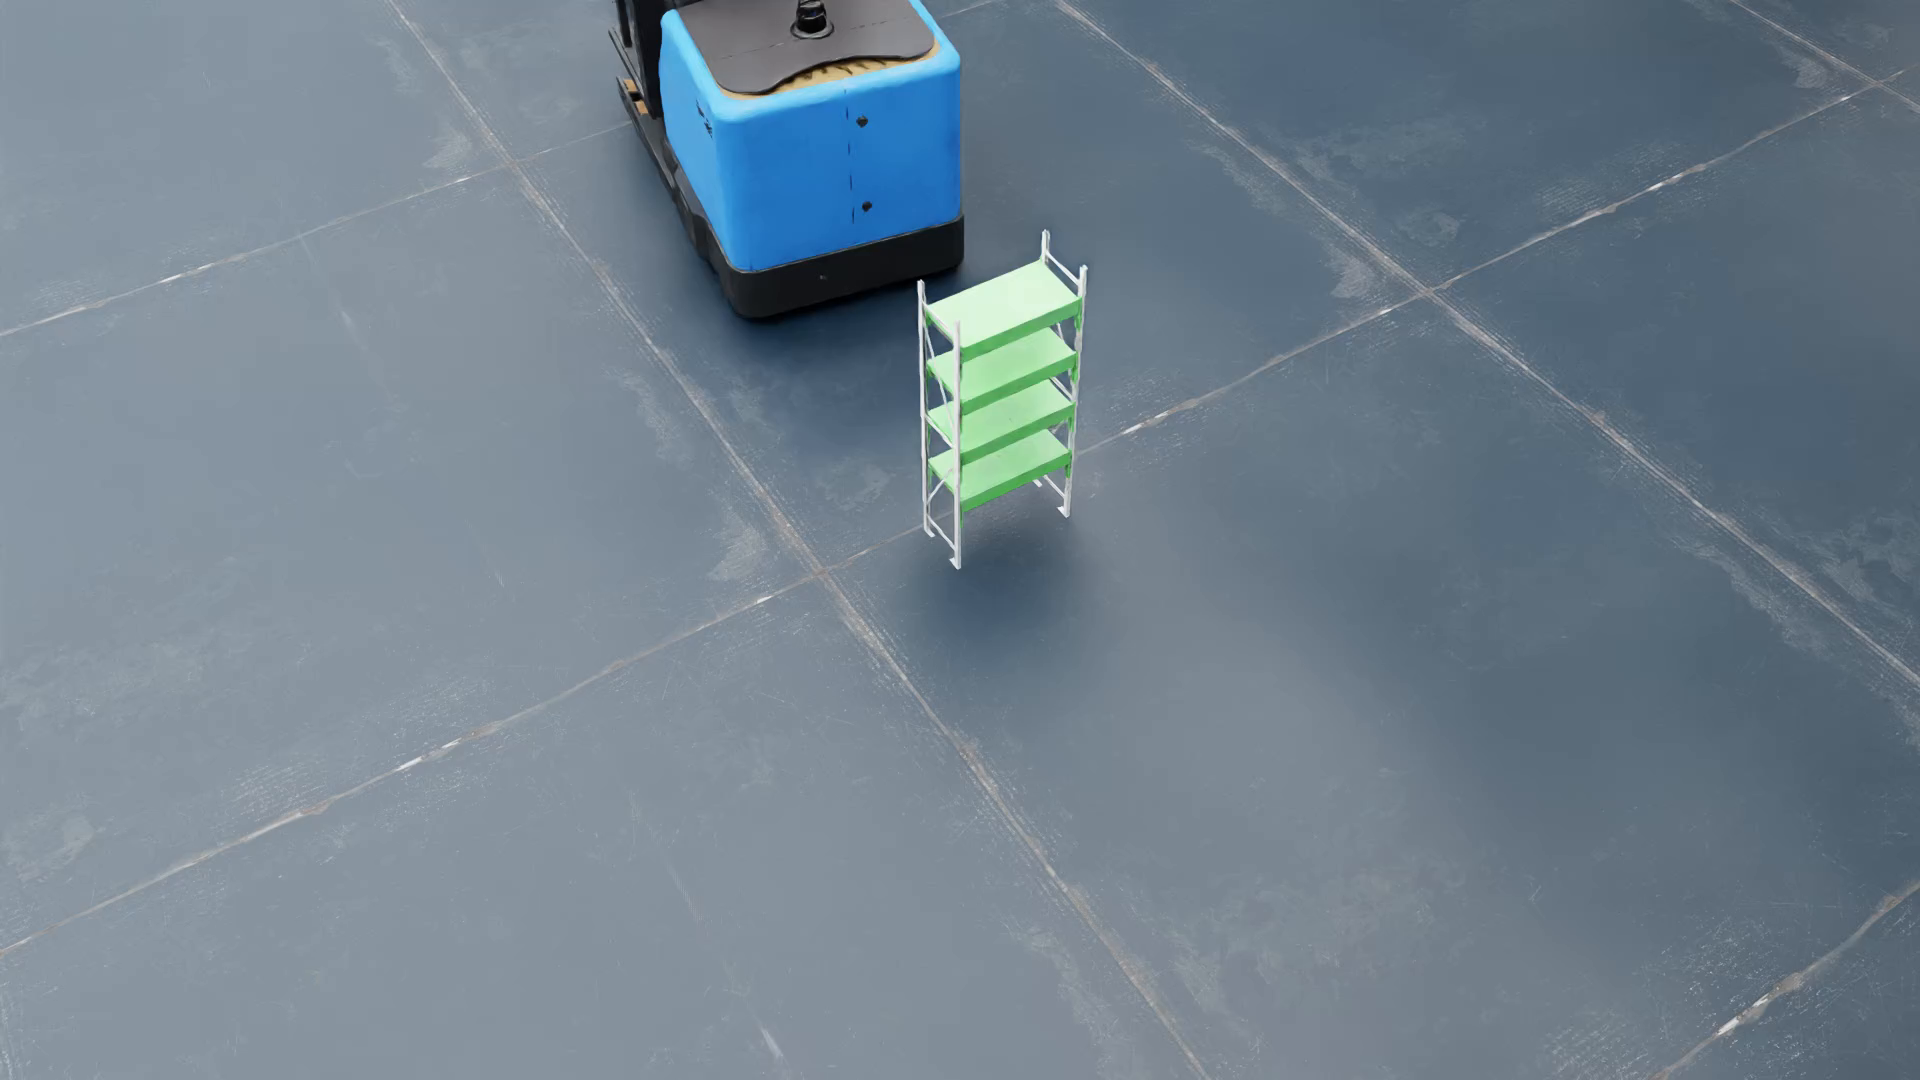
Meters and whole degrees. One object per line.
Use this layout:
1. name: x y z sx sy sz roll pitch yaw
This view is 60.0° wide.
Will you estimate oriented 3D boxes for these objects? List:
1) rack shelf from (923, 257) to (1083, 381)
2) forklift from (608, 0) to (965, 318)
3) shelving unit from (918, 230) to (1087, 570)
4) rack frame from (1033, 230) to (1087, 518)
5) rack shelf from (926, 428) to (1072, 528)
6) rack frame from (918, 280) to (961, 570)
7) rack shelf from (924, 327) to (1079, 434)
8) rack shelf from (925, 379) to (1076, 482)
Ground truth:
1. rack shelf: 0.140 -0.742 5.550 0.480 0.148 0.258 -25 53 -21
2. forklift: -1.010 -3.029 6.985 1.130 2.935 3.031 -17 51 -15
3. shelving unit: 0.140 -0.465 5.861 0.503 1.200 0.258 -25 53 -21
4. rack frame: 0.346 -0.562 5.947 0.015 1.200 0.240 -25 53 -21
5. rack shelf: 0.140 -0.263 6.088 0.480 0.148 0.258 -25 53 -21
6. rack frame: -0.066 -0.368 5.774 0.015 1.200 0.240 -25 53 -21
7. rack shelf: 0.140 -0.582 5.729 0.480 0.148 0.258 -25 53 -21
8. rack shelf: 0.140 -0.422 5.908 0.480 0.148 0.258 -25 53 -21
